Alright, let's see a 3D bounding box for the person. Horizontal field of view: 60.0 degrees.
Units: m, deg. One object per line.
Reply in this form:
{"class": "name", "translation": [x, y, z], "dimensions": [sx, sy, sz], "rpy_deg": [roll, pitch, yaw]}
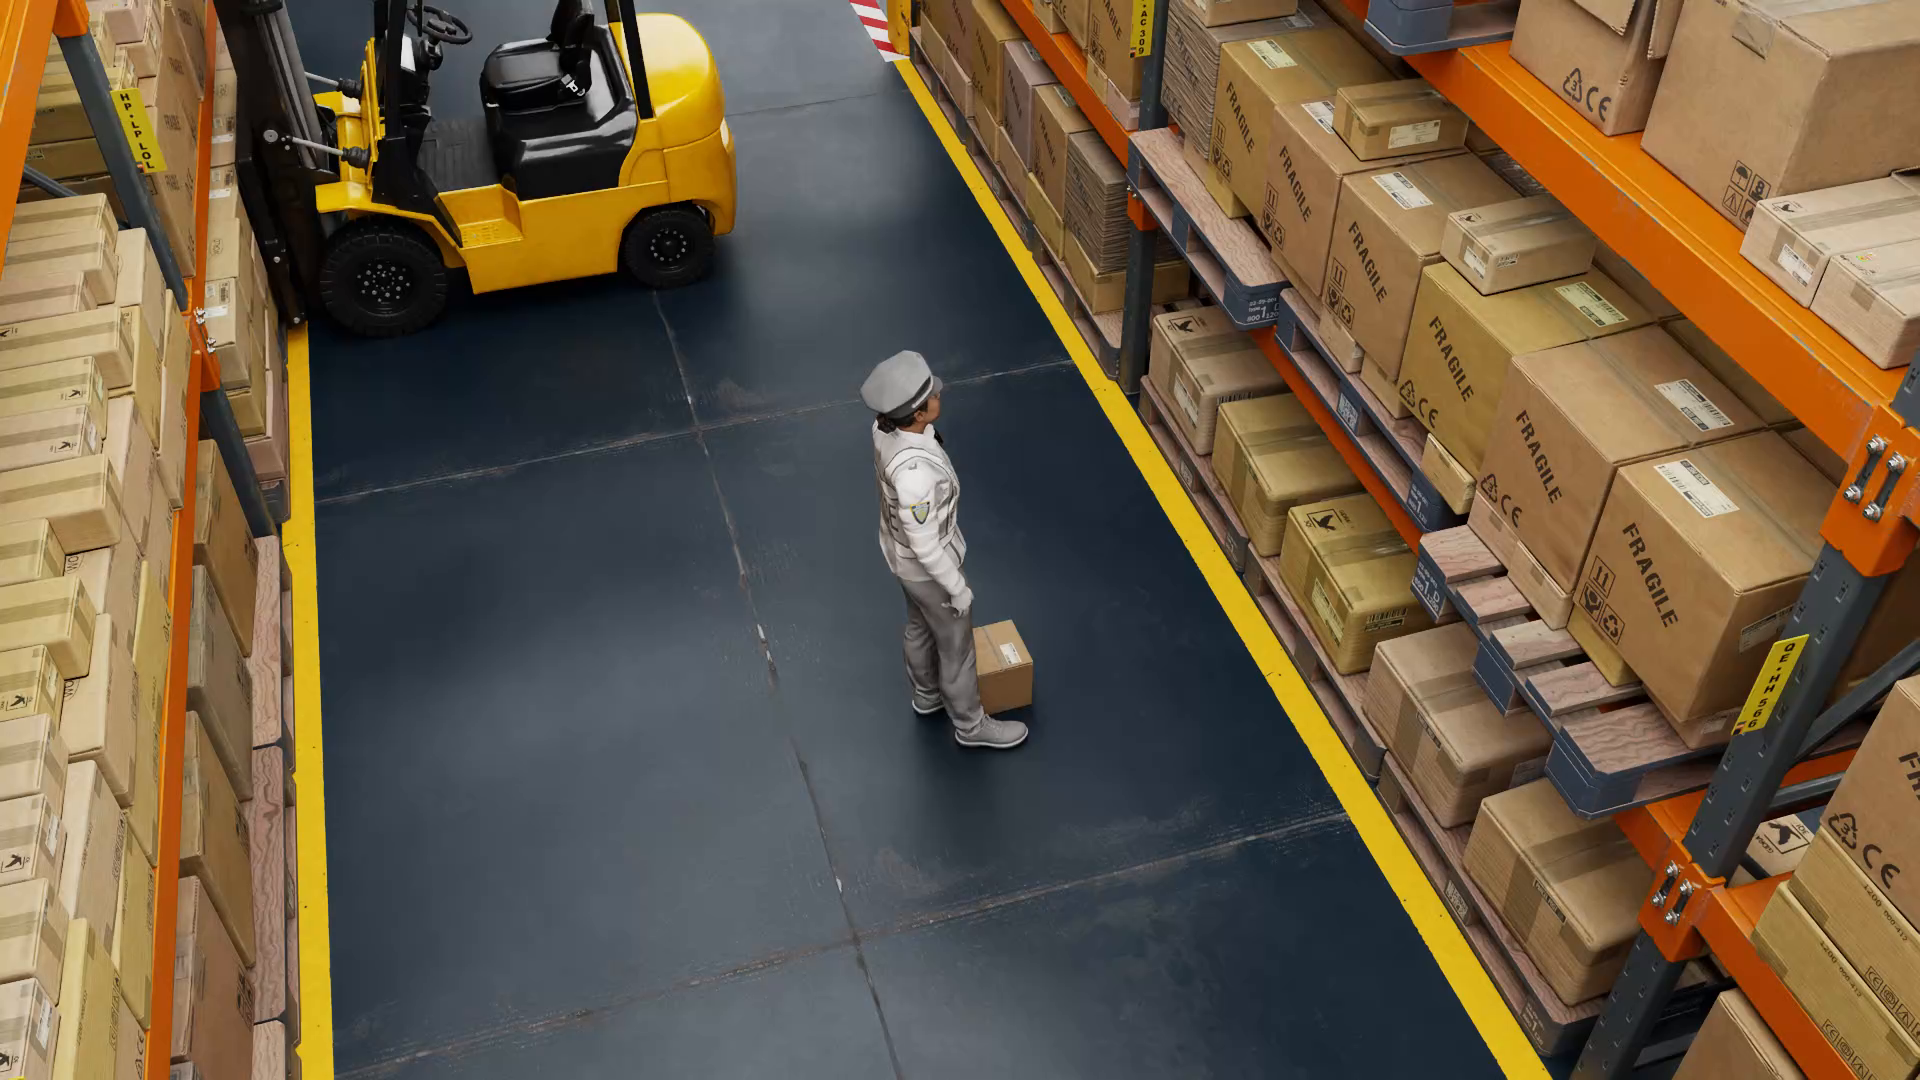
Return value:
{"class": "person", "translation": [-0.058, 0.037, 6.082], "dimensions": [0.529, 1.694, 0.587], "rpy_deg": [-12, 44, -13]}
